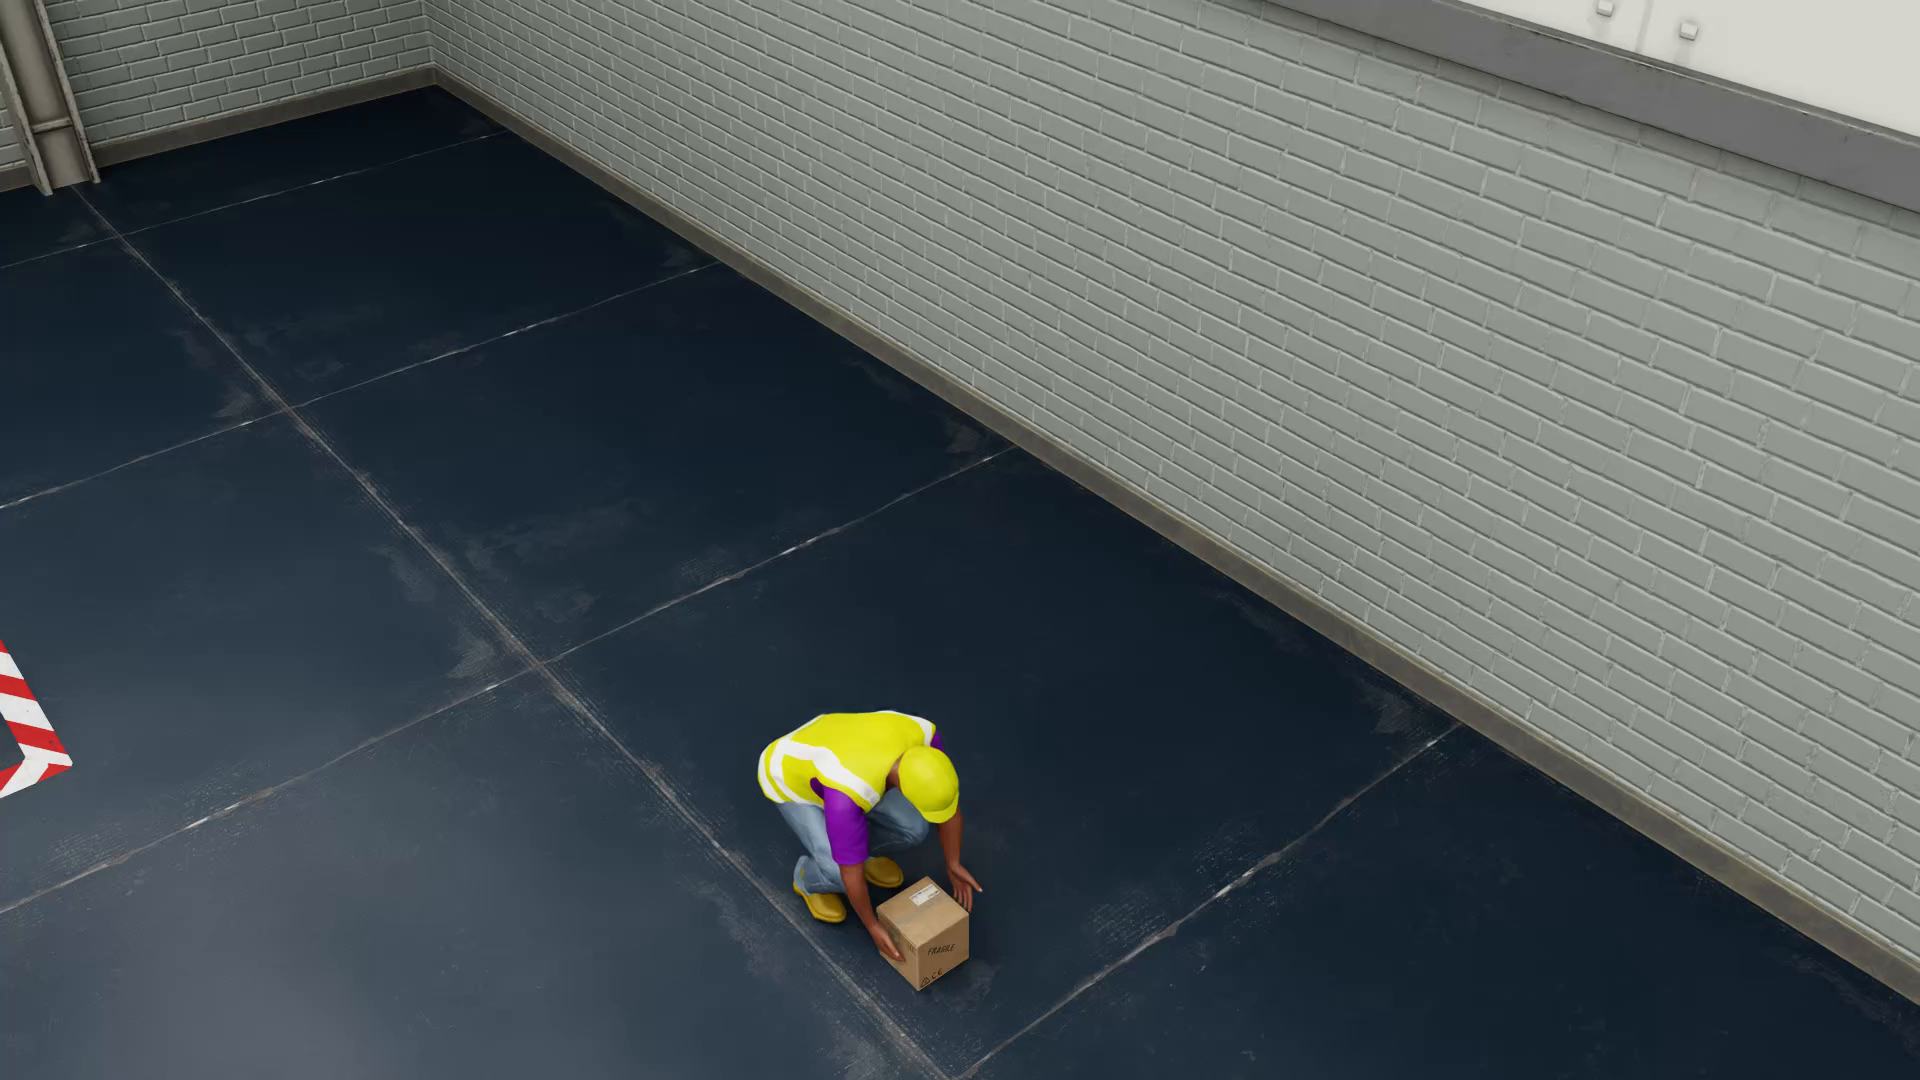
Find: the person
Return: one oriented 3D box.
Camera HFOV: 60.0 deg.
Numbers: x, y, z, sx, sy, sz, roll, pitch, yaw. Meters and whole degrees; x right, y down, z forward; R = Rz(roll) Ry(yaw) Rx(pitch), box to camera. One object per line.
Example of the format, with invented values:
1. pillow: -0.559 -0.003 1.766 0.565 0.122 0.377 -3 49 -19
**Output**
1. person: -0.340 1.018 6.307 0.584 0.995 0.878 -26 43 -32
